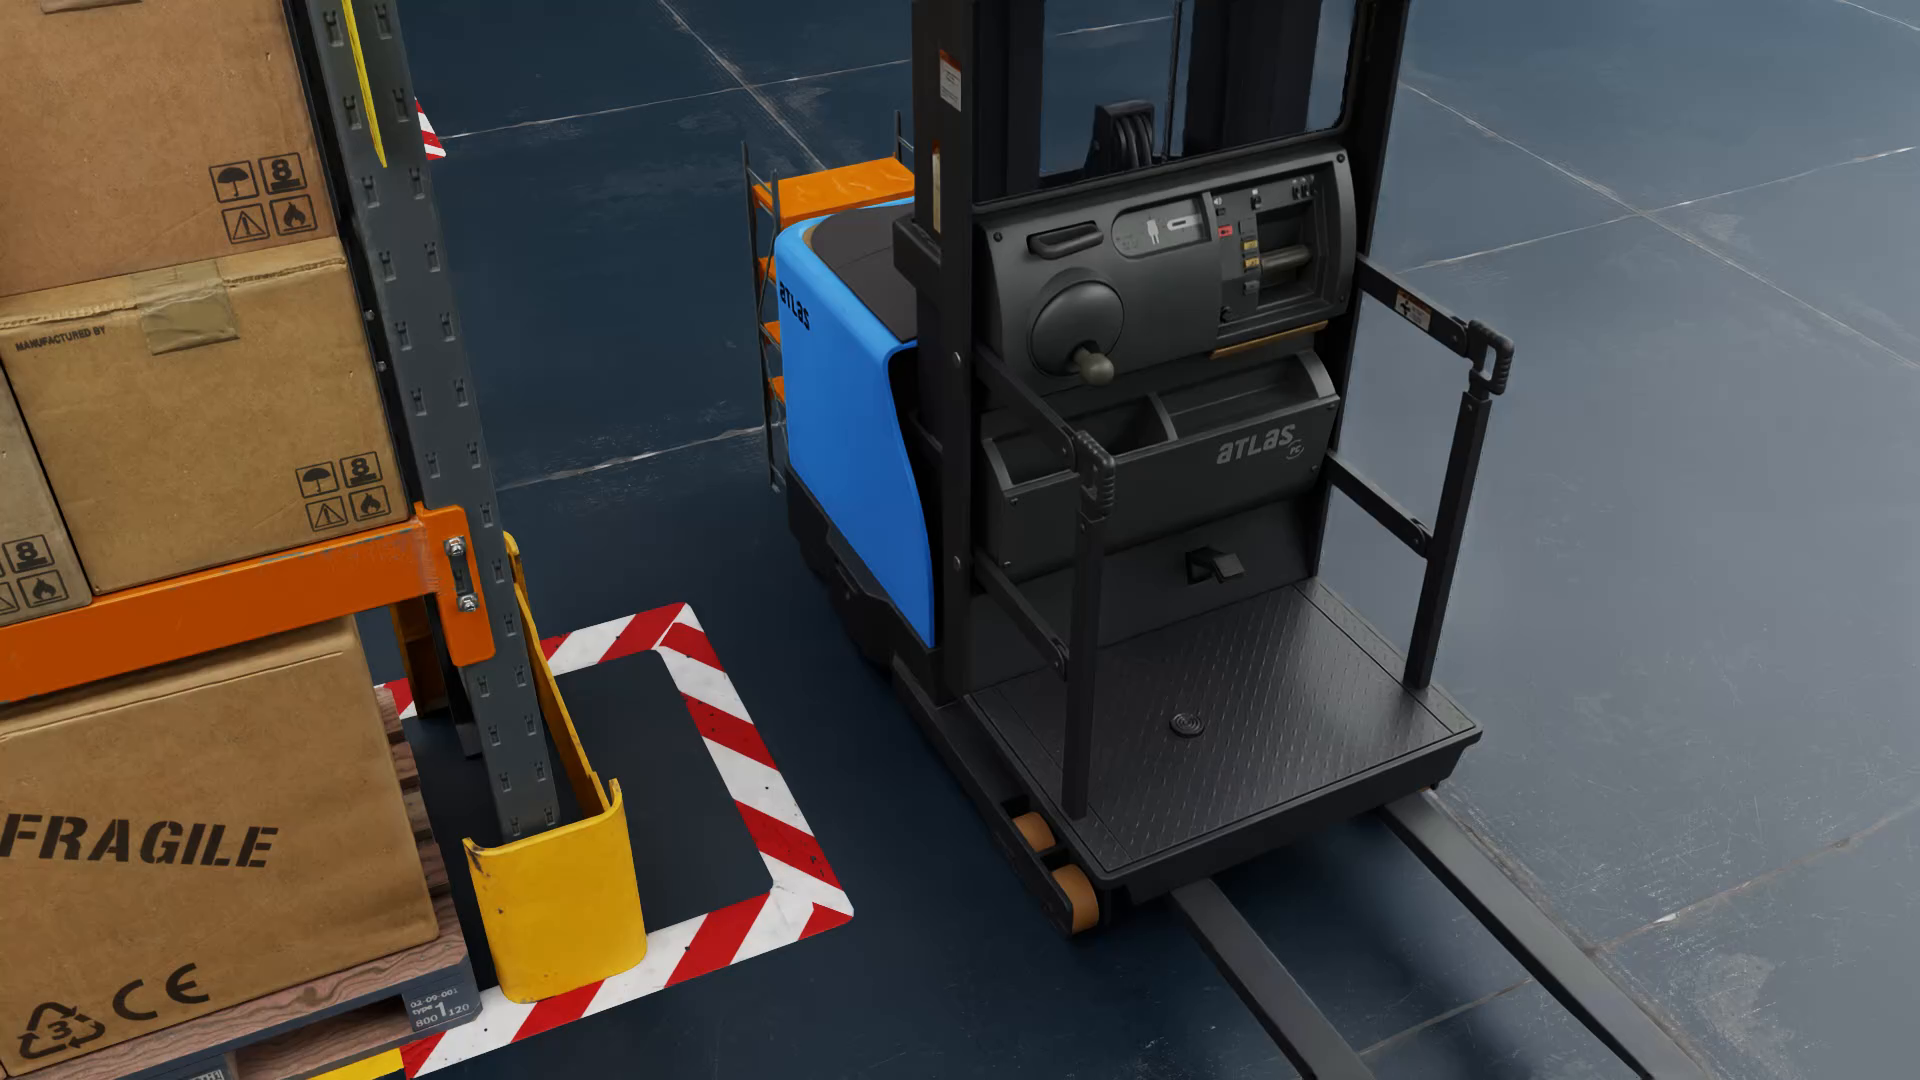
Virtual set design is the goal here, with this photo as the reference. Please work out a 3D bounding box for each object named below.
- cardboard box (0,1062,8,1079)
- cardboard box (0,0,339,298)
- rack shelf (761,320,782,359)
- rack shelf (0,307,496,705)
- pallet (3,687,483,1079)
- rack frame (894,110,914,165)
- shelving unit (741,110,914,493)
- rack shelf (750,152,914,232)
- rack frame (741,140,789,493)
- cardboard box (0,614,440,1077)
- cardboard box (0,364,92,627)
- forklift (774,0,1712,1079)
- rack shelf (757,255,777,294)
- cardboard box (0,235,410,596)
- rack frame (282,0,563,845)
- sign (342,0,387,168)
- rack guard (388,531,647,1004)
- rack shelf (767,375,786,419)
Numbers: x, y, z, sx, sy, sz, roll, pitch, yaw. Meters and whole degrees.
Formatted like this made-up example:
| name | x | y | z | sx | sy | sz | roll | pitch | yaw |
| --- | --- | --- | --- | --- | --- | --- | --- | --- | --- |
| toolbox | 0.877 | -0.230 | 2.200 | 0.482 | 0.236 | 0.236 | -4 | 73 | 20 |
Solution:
| name | x | y | z | sx | sy | sz | roll | pitch | yaw |
| --- | --- | --- | --- | --- | --- | --- | --- | --- | --- |
| cardboard box | -2.527 | 0.636 | 3.305 | 0.875 | 0.875 | 0.875 | -16 | 40 | -21 |
| cardboard box | -1.498 | -0.900 | 2.914 | 0.550 | 0.550 | 0.875 | -16 | 39 | -20 |
| rack shelf | -0.352 | -0.617 | 5.187 | 0.480 | 0.148 | 0.258 | -17 | 40 | -22 |
| rack shelf | -2.956 | 0.316 | 2.910 | 4.000 | 0.370 | 1.077 | -16 | 39 | -20 |
| pallet | -1.836 | 0.885 | 3.880 | 1.213 | 0.211 | 1.003 | -16 | 39 | -20 |
| rack frame | -0.135 | -0.738 | 5.237 | 0.015 | 1.200 | 0.240 | -17 | 40 | -22 |
| shelving unit | -0.352 | -0.671 | 5.147 | 0.503 | 1.200 | 0.258 | -17 | 40 | -22 |
| rack shelf | -0.352 | -0.986 | 4.913 | 0.480 | 0.148 | 0.258 | -17 | 40 | -22 |
| rack frame | -0.568 | -0.604 | 5.057 | 0.015 | 1.200 | 0.240 | -17 | 40 | -22 |
| cardboard box | -1.731 | 0.413 | 3.607 | 0.875 | 0.875 | 0.875 | -15 | 39 | -20 |
| cardboard box | -1.951 | -0.270 | 2.971 | 0.550 | 0.550 | 0.875 | -16 | 39 | -20 |
| forklift | 0.581 | -0.540 | 3.517 | 1.130 | 2.935 | 3.031 | -17 | 40 | -21 |
| rack shelf | -0.352 | -0.796 | 5.054 | 0.480 | 0.148 | 0.258 | -17 | 40 | -22 |
| cardboard box | -1.462 | -0.421 | 3.174 | 0.550 | 0.550 | 0.875 | -16 | 39 | -20 |
| rack frame | -1.146 | -0.479 | 3.379 | 0.127 | 3.000 | 1.000 | -16 | 39 | -20 |
| sign | -0.928 | -0.744 | 2.564 | 0.005 | 0.325 | 0.100 | -16 | 39 | -20 |
| rack guard | -1.124 | 0.518 | 4.131 | 0.348 | 0.500 | 1.175 | -16 | 39 | -20 |
| rack shelf | -0.352 | -0.457 | 5.306 | 0.480 | 0.148 | 0.258 | -17 | 40 | -22 |
